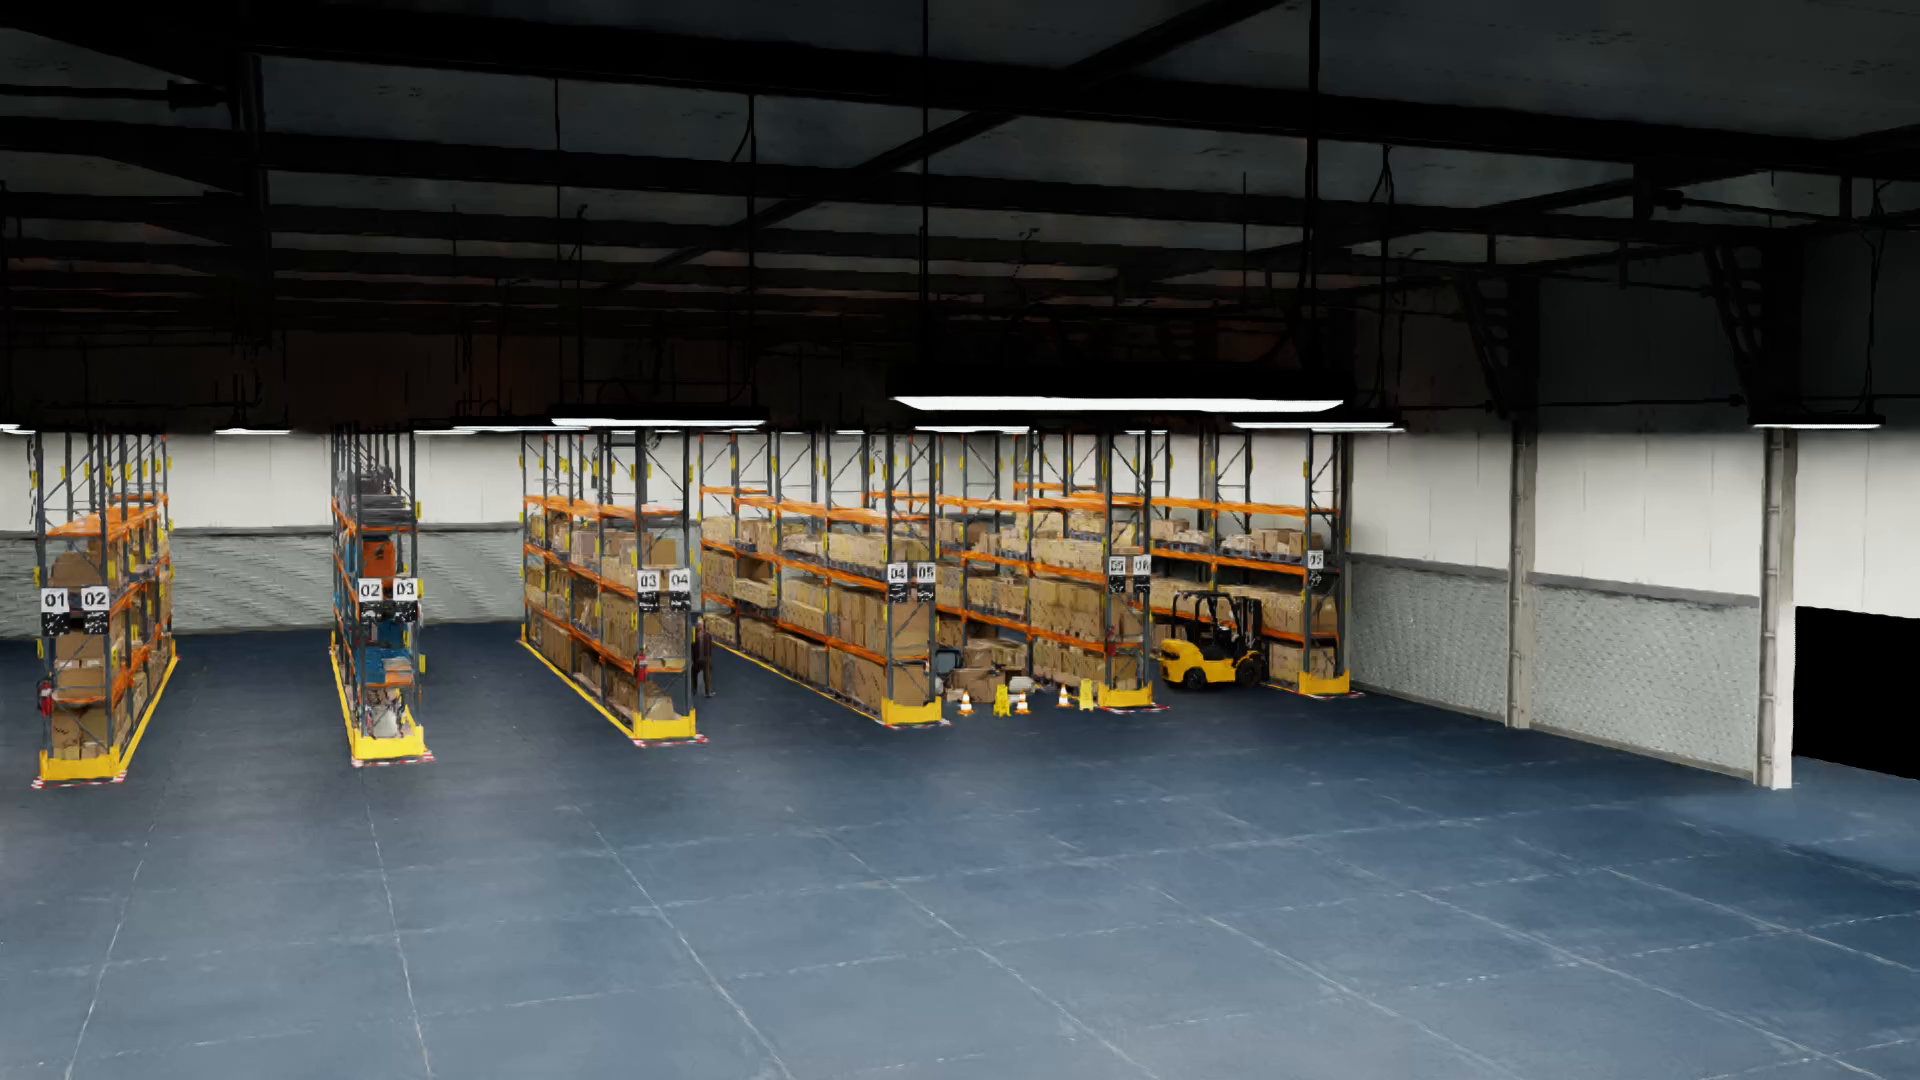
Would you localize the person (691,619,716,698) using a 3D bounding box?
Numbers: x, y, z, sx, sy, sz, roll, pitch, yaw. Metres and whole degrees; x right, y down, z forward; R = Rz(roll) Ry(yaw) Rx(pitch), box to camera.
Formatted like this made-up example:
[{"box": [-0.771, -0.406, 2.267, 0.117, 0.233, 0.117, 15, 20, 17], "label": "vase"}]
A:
[{"box": [-5.699, 2.578, 36.442, 0.598, 1.698, 1.193, -1, 4, -20], "label": "person"}]

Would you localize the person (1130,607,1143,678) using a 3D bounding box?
[{"box": [4.118, 2.419, 39.424, 0.556, 1.659, 0.576, 1, 4, 9], "label": "person"}]

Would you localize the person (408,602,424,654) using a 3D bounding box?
[{"box": [-14.418, 2.162, 43.874, 0.502, 1.624, 0.988, -2, 4, -23], "label": "person"}]
